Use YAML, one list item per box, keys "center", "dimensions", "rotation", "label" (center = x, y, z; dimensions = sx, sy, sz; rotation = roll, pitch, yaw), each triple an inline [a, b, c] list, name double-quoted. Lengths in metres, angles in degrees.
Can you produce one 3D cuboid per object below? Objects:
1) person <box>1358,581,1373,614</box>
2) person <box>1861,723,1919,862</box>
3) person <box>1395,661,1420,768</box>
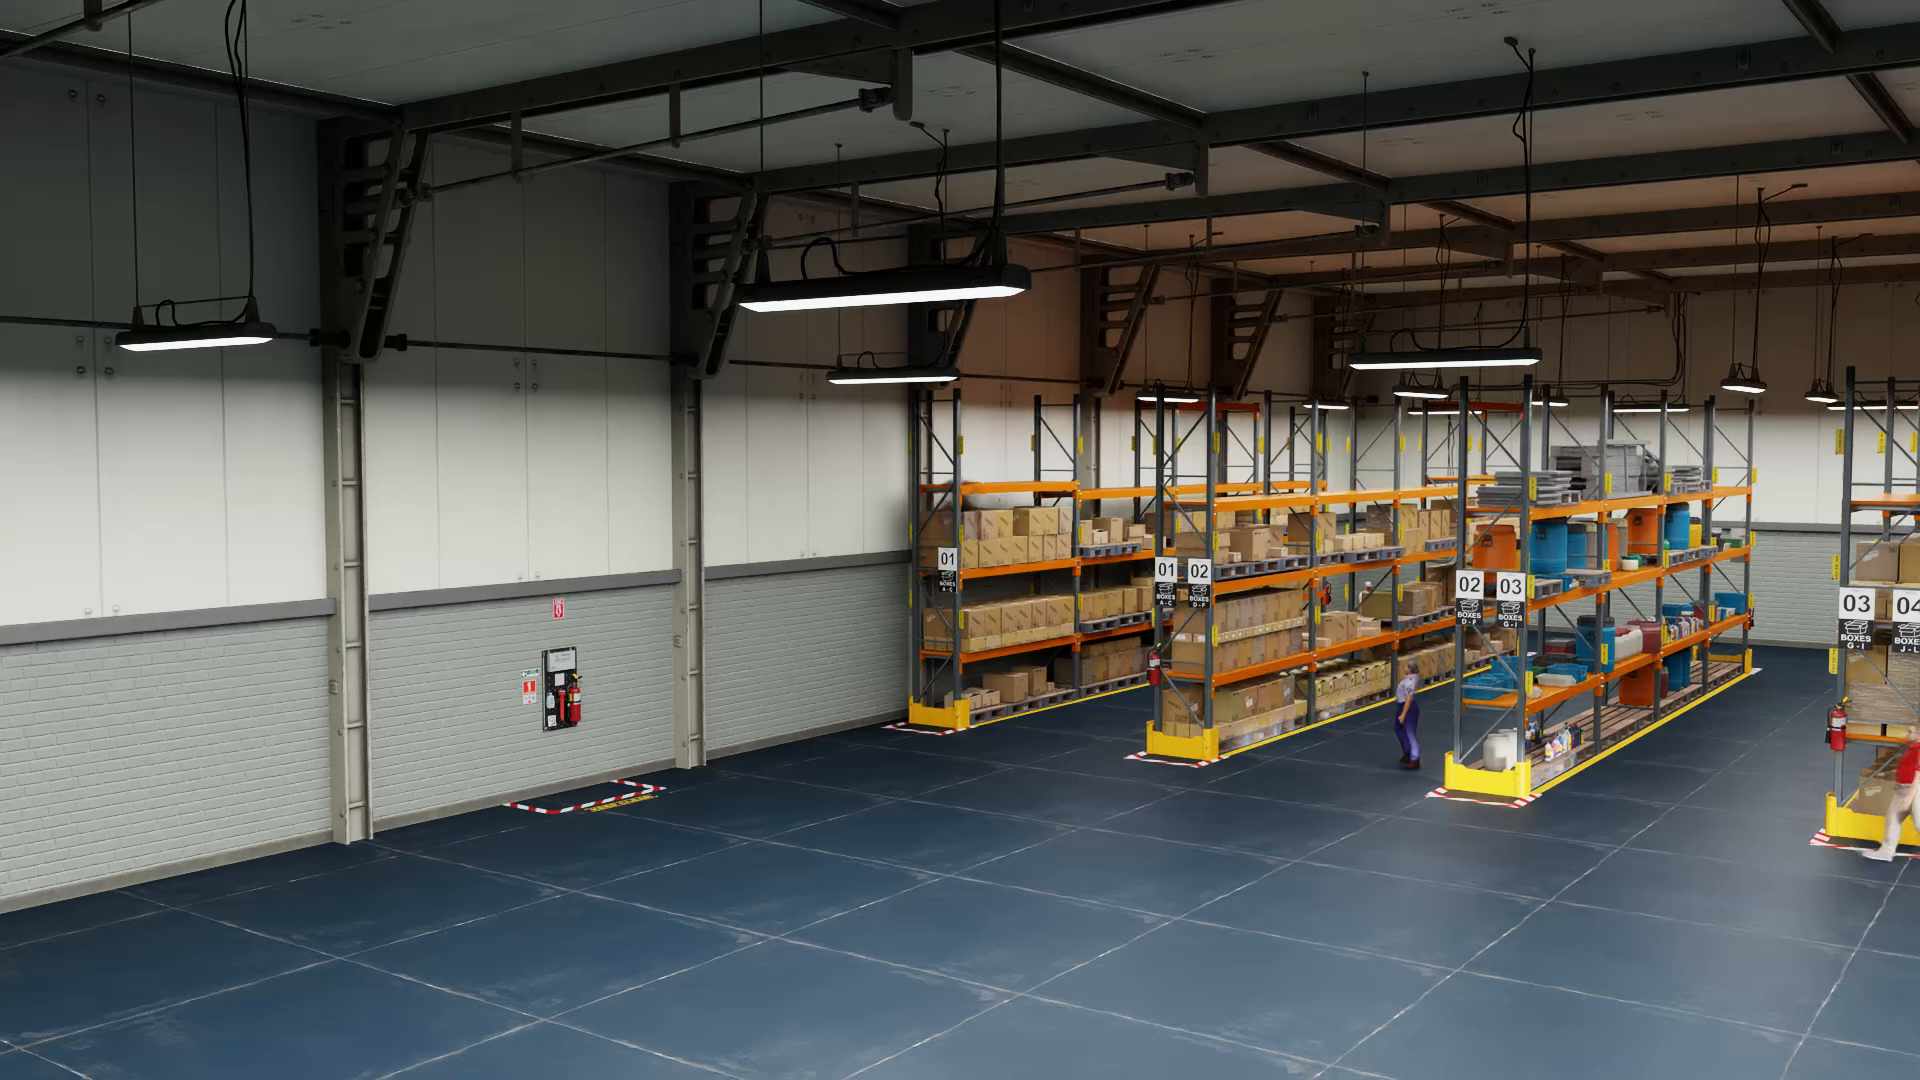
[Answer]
- center: [10.062, 1.863, 40.887]
  dimensions: [0.561, 1.695, 0.415]
  rotation: [-1, 3, -14]
  label: "person"
- center: [11.365, 3.026, 19.790]
  dimensions: [0.999, 1.690, 0.536]
  rotation: [1, 3, 10]
  label: "person"
- center: [6.998, 2.716, 26.011]
  dimensions: [0.359, 1.684, 0.646]
  rotation: [0, 3, 5]
  label: "person"
